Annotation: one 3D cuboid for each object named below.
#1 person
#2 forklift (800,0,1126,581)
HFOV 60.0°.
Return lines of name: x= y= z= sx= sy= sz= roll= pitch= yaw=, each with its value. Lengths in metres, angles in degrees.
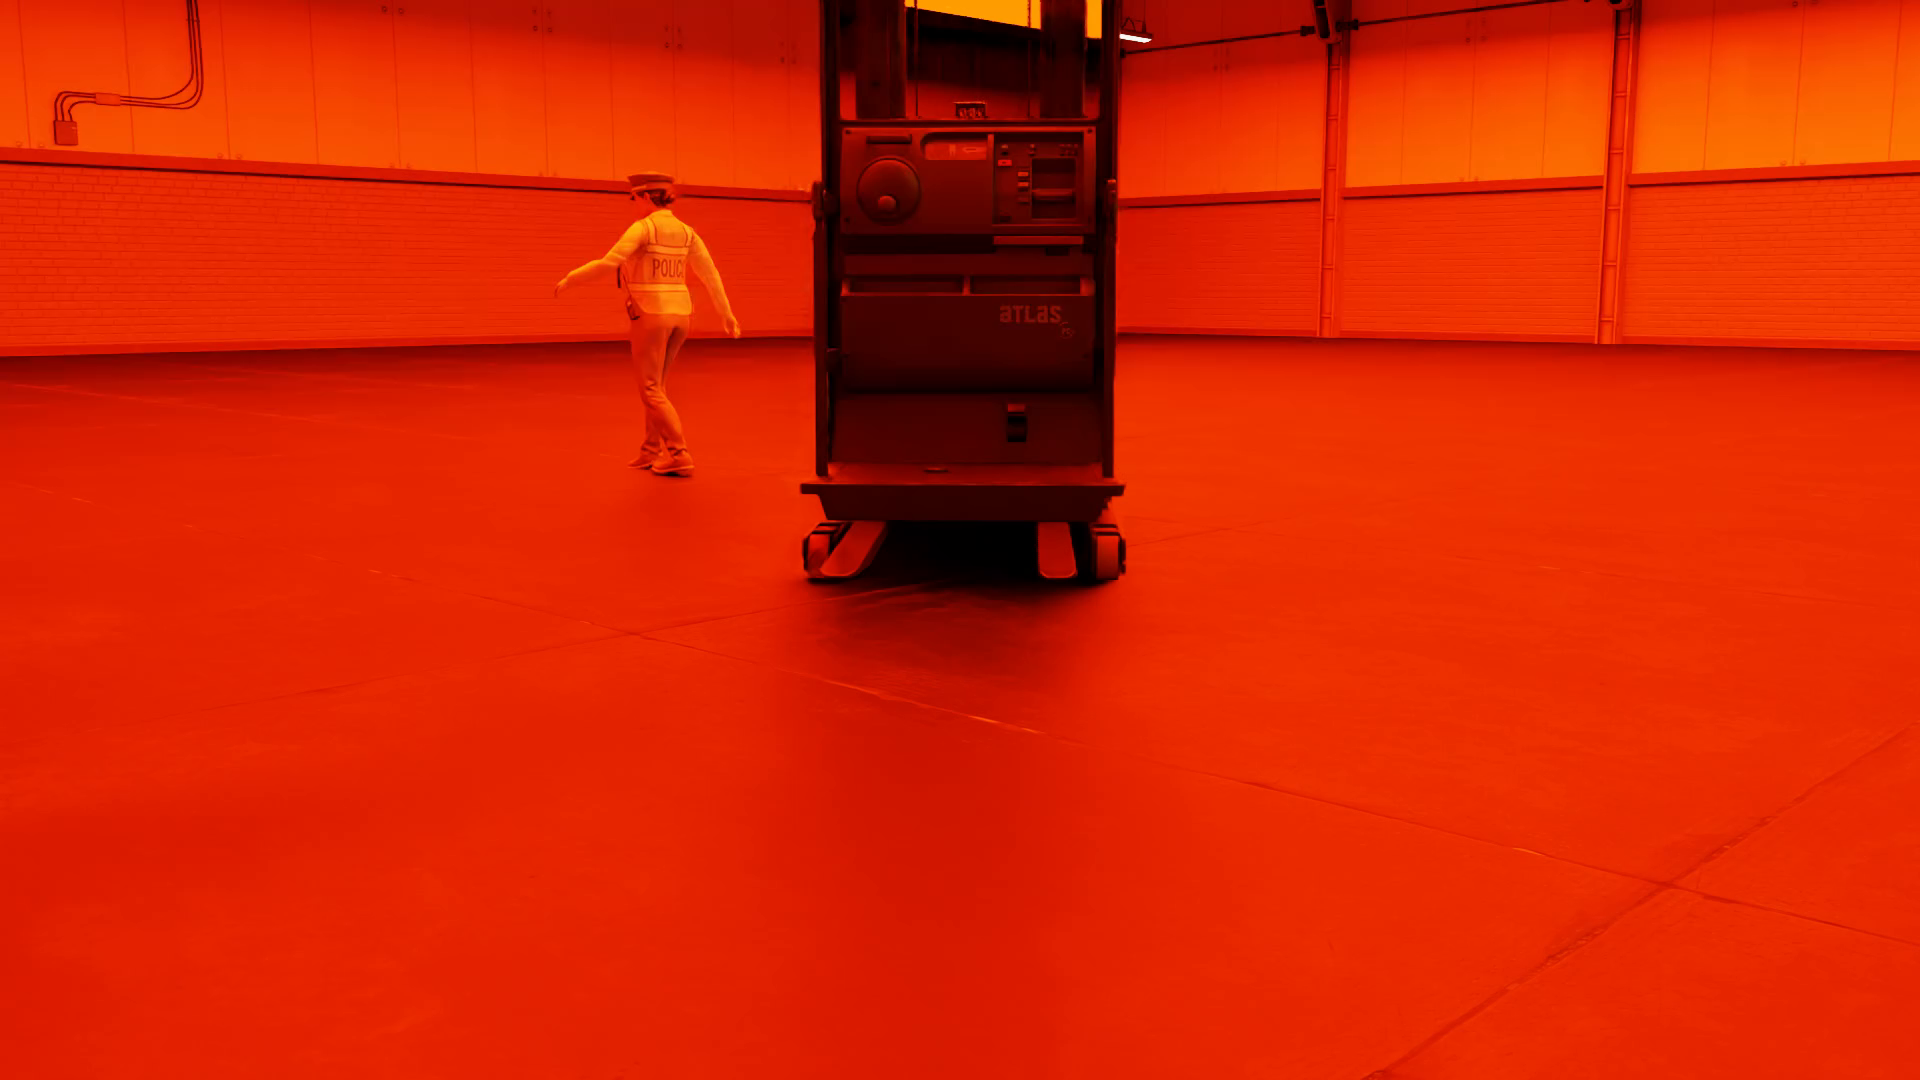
person: x=-1.678 y=-1.187 z=9.170 sx=0.711 sy=1.650 sz=0.893 roll=6 pitch=10 yaw=35
forklift: x=0.024 y=-1.353 z=5.857 sx=1.130 sy=2.935 sz=3.031 roll=0 pitch=9 yaw=2
